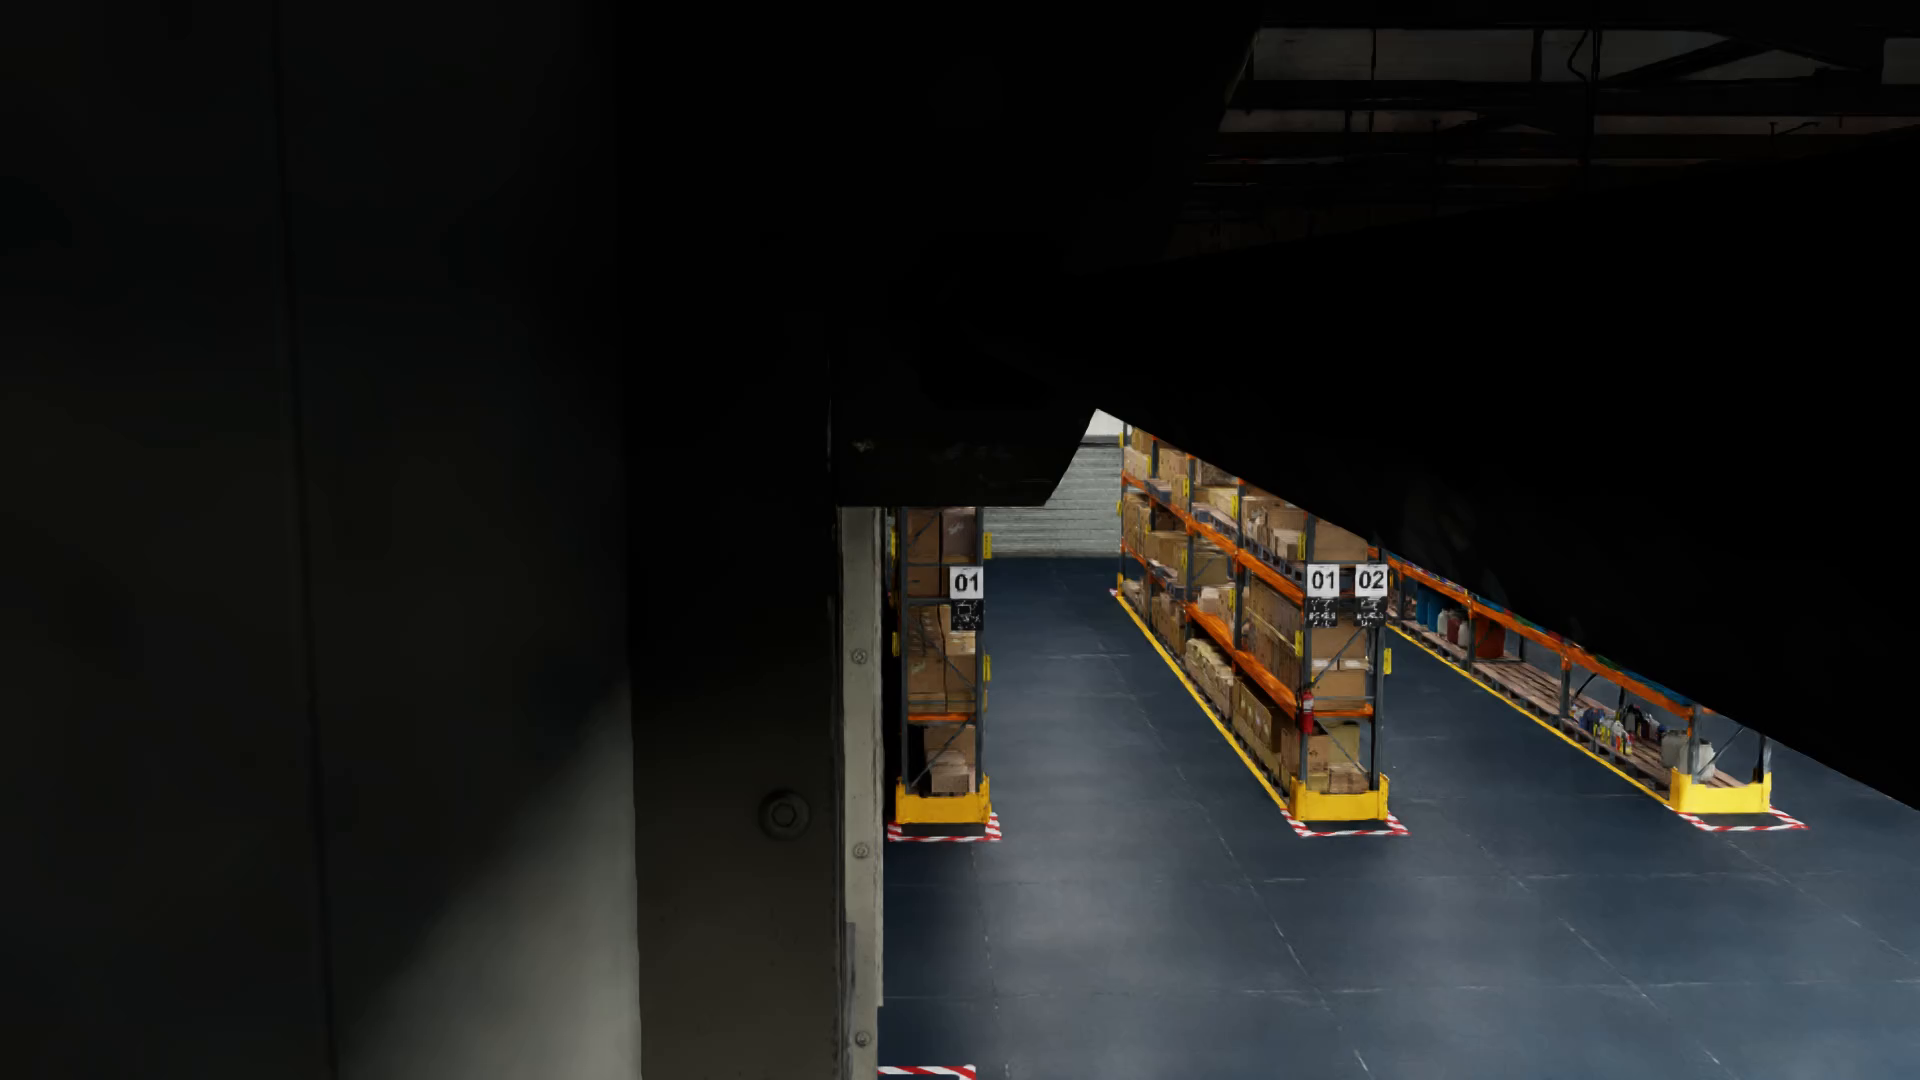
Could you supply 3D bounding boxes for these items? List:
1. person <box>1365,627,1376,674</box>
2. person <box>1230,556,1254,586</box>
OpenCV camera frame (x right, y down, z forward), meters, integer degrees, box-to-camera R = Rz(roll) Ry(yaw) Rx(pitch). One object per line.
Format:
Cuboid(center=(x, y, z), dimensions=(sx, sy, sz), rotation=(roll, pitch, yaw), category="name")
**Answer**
Cuboid(center=(7.165, 1.497, 28.732), dimensions=(0.419, 1.603, 0.505), rotation=(-5, 9, -31), category="person")
Cuboid(center=(5.939, 0.628, 34.913), dimensions=(0.453, 1.612, 1.019), rotation=(-1, 8, -4), category="person")
